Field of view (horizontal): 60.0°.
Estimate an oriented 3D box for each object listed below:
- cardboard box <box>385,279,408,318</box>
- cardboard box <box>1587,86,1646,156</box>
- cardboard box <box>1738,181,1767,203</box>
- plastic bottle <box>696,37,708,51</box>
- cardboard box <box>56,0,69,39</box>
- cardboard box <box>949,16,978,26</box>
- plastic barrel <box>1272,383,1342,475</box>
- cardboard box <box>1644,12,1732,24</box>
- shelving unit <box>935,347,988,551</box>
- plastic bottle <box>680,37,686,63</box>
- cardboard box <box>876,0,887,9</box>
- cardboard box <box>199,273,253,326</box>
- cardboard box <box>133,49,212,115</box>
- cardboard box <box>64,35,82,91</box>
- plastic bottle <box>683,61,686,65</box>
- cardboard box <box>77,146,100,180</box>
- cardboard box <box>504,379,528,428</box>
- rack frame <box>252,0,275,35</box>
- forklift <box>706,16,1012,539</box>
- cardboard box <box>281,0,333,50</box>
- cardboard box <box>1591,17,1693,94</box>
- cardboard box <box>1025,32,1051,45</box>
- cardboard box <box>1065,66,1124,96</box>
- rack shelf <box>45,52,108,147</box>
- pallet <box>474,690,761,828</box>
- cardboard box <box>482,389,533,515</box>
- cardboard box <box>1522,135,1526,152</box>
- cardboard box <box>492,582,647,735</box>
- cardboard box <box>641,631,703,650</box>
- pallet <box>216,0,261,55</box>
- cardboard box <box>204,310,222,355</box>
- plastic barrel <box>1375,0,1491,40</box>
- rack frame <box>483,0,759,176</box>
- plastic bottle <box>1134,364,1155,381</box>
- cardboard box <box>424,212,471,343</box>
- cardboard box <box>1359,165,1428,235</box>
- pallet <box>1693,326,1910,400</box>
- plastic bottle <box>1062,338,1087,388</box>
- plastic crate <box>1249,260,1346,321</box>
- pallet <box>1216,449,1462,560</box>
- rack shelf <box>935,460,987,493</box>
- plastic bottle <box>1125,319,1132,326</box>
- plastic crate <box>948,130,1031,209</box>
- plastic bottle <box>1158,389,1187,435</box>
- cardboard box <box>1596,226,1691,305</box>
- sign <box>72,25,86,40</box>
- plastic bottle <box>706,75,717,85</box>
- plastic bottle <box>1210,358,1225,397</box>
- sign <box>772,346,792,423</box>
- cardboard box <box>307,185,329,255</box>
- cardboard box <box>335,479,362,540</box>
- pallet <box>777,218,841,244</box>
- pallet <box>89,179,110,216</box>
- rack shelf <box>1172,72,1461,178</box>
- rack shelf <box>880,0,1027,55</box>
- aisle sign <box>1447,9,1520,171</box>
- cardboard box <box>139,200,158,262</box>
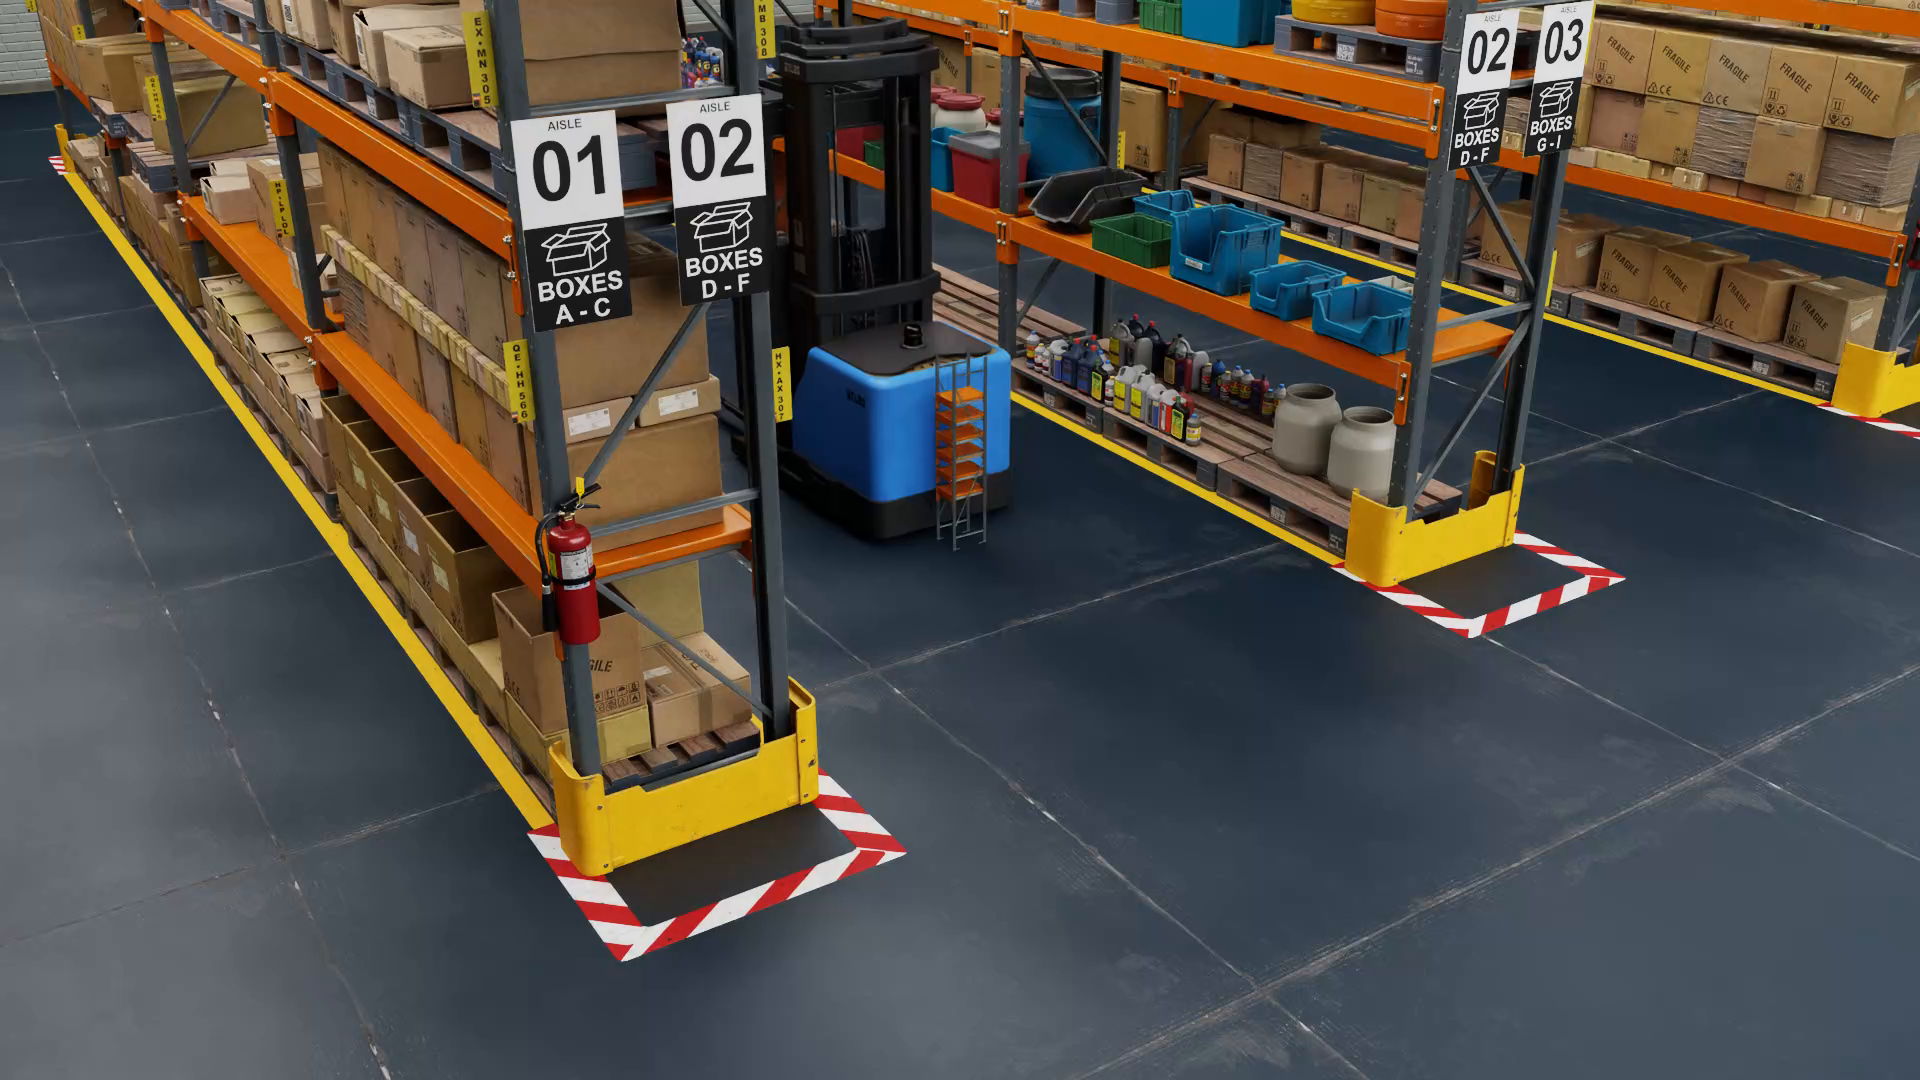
[{"bbox_3d":[-2.720,-1.267,8.543,0.380,0.149,0.250,-17,30,-31],"label":"cardboard box"},{"bbox_3d":[5.686,-3.499,13.682,0.875,0.500,0.500,-16,29,-30],"label":"cardboard box"},{"bbox_3d":[6.205,-2.705,12.761,0.380,0.149,0.250,-16,29,-30],"label":"cardboard box"},{"bbox_3d":[-2.749,-5.203,17.816,0.144,0.351,0.185,-16,29,-30],"label":"plastic bottle"},{"bbox_3d":[-8.828,-5.372,16.827,0.500,0.500,0.500,-15,29,-29],"label":"cardboard box"},{"bbox_3d":[0.083,-6.617,21.048,0.380,0.149,0.250,-15,29,-29],"label":"cardboard box"},{"bbox_3d":[2.228,-0.714,10.670,0.421,0.512,0.421,0,25,0],"label":"plastic barrel"},{"bbox_3d":[5.914,-4.014,13.603,0.500,0.500,0.500,-16,29,-30],"label":"cardboard box"},{"bbox_3d":[0.008,-0.537,9.983,0.258,1.200,0.189,-16,29,-30],"label":"shelving unit"},{"bbox_3d":[-2.971,-5.235,17.884,0.144,0.351,0.185,-16,29,-30],"label":"plastic bottle"},{"bbox_3d":[-0.902,-7.262,22.413,0.380,0.149,0.250,-16,30,-31],"label":"cardboard box"},{"bbox_3d":[-5.555,-1.904,12.843,0.500,0.311,0.500,-14,29,-28],"label":"cardboard box"},{"bbox_3d":[-6.762,-4.008,14.618,0.500,0.500,0.700,21,33,37],"label":"cardboard box"},{"bbox_3d":[-8.831,-4.922,17.046,0.500,0.500,0.500,-15,29,-28],"label":"cardboard box"},{"bbox_3d":[-2.793,-4.733,16.914,0.097,0.271,0.097,0,25,0],"label":"plastic bottle"},{"bbox_3d":[-9.357,-4.159,18.252,0.500,0.250,0.500,-16,29,-30],"label":"cardboard box"},{"bbox_3d":[-1.740,-0.623,7.179,0.380,0.149,0.250,-15,29,-28],"label":"cardboard box"},{"bbox_3d":[-3.411,-4.242,8.695,1.000,3.000,0.127,-16,29,-30],"label":"rack frame"},{"bbox_3d":[-0.912,-1.911,10.865,1.130,2.935,3.031,-16,30,-30],"label":"forklift"},{"bbox_3d":[-3.062,-2.664,8.314,0.500,0.311,0.500,-17,30,-32],"label":"cardboard box"},{"bbox_3d":[5.470,-3.891,13.342,0.500,0.500,0.500,-16,29,-30],"label":"cardboard box"},{"bbox_3d":[1.114,-6.162,19.672,0.500,0.500,0.500,-16,30,-31],"label":"cardboard box"},{"bbox_3d":[1.868,-5.069,19.471,1.225,0.875,0.875,-15,29,-29],"label":"cardboard box"},{"bbox_3d":[-8.870,-4.781,17.706,1.077,0.370,4.000,-16,29,-30],"label":"rack shelf"},{"bbox_3d":[-1.680,0.898,8.099,1.003,0.211,1.213,-16,29,-30],"label":"pallet"},{"bbox_3d":[-1.762,-0.501,7.680,0.700,0.500,0.500,-15,29,-28],"label":"cardboard box"},{"bbox_3d":[5.042,-3.401,14.234,0.380,0.149,0.250,-16,29,-30],"label":"cardboard box"},{"bbox_3d":[-1.769,0.493,7.542,0.500,0.500,0.500,-16,29,-30],"label":"cardboard box"},{"bbox_3d":[-1.610,0.533,8.336,0.500,0.250,0.500,-16,29,-30],"label":"cardboard box"},{"bbox_3d":[-3.903,-3.112,10.039,0.805,0.209,1.217,-17,30,-32],"label":"pallet"},{"bbox_3d":[-5.555,-1.651,12.962,0.500,0.250,0.500,-16,29,-30],"label":"cardboard box"},{"bbox_3d":[2.553,-3.137,8.872,0.600,0.830,0.708,-16,29,-30],"label":"plastic barrel"},{"bbox_3d":[-1.227,-2.812,5.665,1.000,3.000,0.127,-16,29,-30],"label":"rack frame"},{"bbox_3d":[1.280,-1.088,11.717,0.152,0.276,0.135,-16,29,-30],"label":"plastic bottle"},{"bbox_3d":[-2.068,-1.286,7.825,0.700,0.500,0.500,-15,29,-29],"label":"cardboard box"},{"bbox_3d":[4.329,-3.305,16.150,0.700,0.500,0.500,-16,29,-30],"label":"cardboard box"},{"bbox_3d":[6.619,-1.471,13.119,1.003,0.211,1.213,-16,29,-30],"label":"pallet"},{"bbox_3d":[0.834,-1.298,12.074,0.144,0.351,0.185,-15,29,-28],"label":"plastic bottle"},{"bbox_3d":[2.051,-1.527,10.146,0.499,0.251,0.408,-16,29,-30],"label":"plastic crate"},{"bbox_3d":[2.405,-0.299,10.636,1.003,0.211,1.213,-16,29,-30],"label":"pallet"},{"bbox_3d":[0.008,-0.389,10.053,0.258,0.103,0.180,-16,29,-30],"label":"rack shelf"},{"bbox_3d":[1.280,-1.558,12.703,0.061,0.283,0.133,-14,29,-27],"label":"plastic bottle"},{"bbox_3d":[0.221,-2.813,12.621,0.402,0.464,0.583,-16,29,-30],"label":"plastic crate"},{"bbox_3d":[1.440,-0.870,11.255,0.152,0.276,0.135,-15,29,-29],"label":"plastic bottle"},{"bbox_3d":[5.800,-2.337,14.123,0.500,0.500,0.500,-19,31,-34],"label":"cardboard box"},{"bbox_3d":[-8.229,-4.653,15.579,0.100,0.325,0.005,-16,29,-30],"label":"sign"},{"bbox_3d":[-2.407,-4.368,16.139,0.097,0.271,0.097,0,25,0],"label":"plastic bottle"},{"bbox_3d":[1.844,-1.169,11.893,0.097,0.271,0.097,0,25,0],"label":"plastic bottle"},{"bbox_3d":[-0.759,-0.653,7.013,0.100,0.325,0.005,-16,29,-30],"label":"sign"},{"bbox_3d":[-4.104,-2.042,10.944,0.500,0.500,0.500,-13,28,-26],"label":"cardboard box"},{"bbox_3d":[-3.412,-0.239,9.972,0.500,0.250,0.500,-16,29,-30],"label":"cardboard box"},{"bbox_3d":[-1.908,-3.124,16.621,1.003,0.211,1.213,-16,29,-30],"label":"pallet"},{"bbox_3d":[-8.822,-3.812,18.079,1.003,0.211,1.213,-16,29,-30],"label":"pallet"},{"bbox_3d":[3.799,-4.227,16.533,1.077,0.370,4.000,-16,29,-30],"label":"rack shelf"},{"bbox_3d":[-0.351,-4.429,13.447,1.077,0.370,4.000,-16,29,-30],"label":"rack shelf"},{"bbox_3d":[2.715,-2.332,8.632,0.394,0.787,0.004,-16,29,-30],"label":"aisle sign"},{"bbox_3d":[-7.151,-2.861,15.209,0.500,0.500,0.500,-15,29,-29],"label":"cardboard box"}]
